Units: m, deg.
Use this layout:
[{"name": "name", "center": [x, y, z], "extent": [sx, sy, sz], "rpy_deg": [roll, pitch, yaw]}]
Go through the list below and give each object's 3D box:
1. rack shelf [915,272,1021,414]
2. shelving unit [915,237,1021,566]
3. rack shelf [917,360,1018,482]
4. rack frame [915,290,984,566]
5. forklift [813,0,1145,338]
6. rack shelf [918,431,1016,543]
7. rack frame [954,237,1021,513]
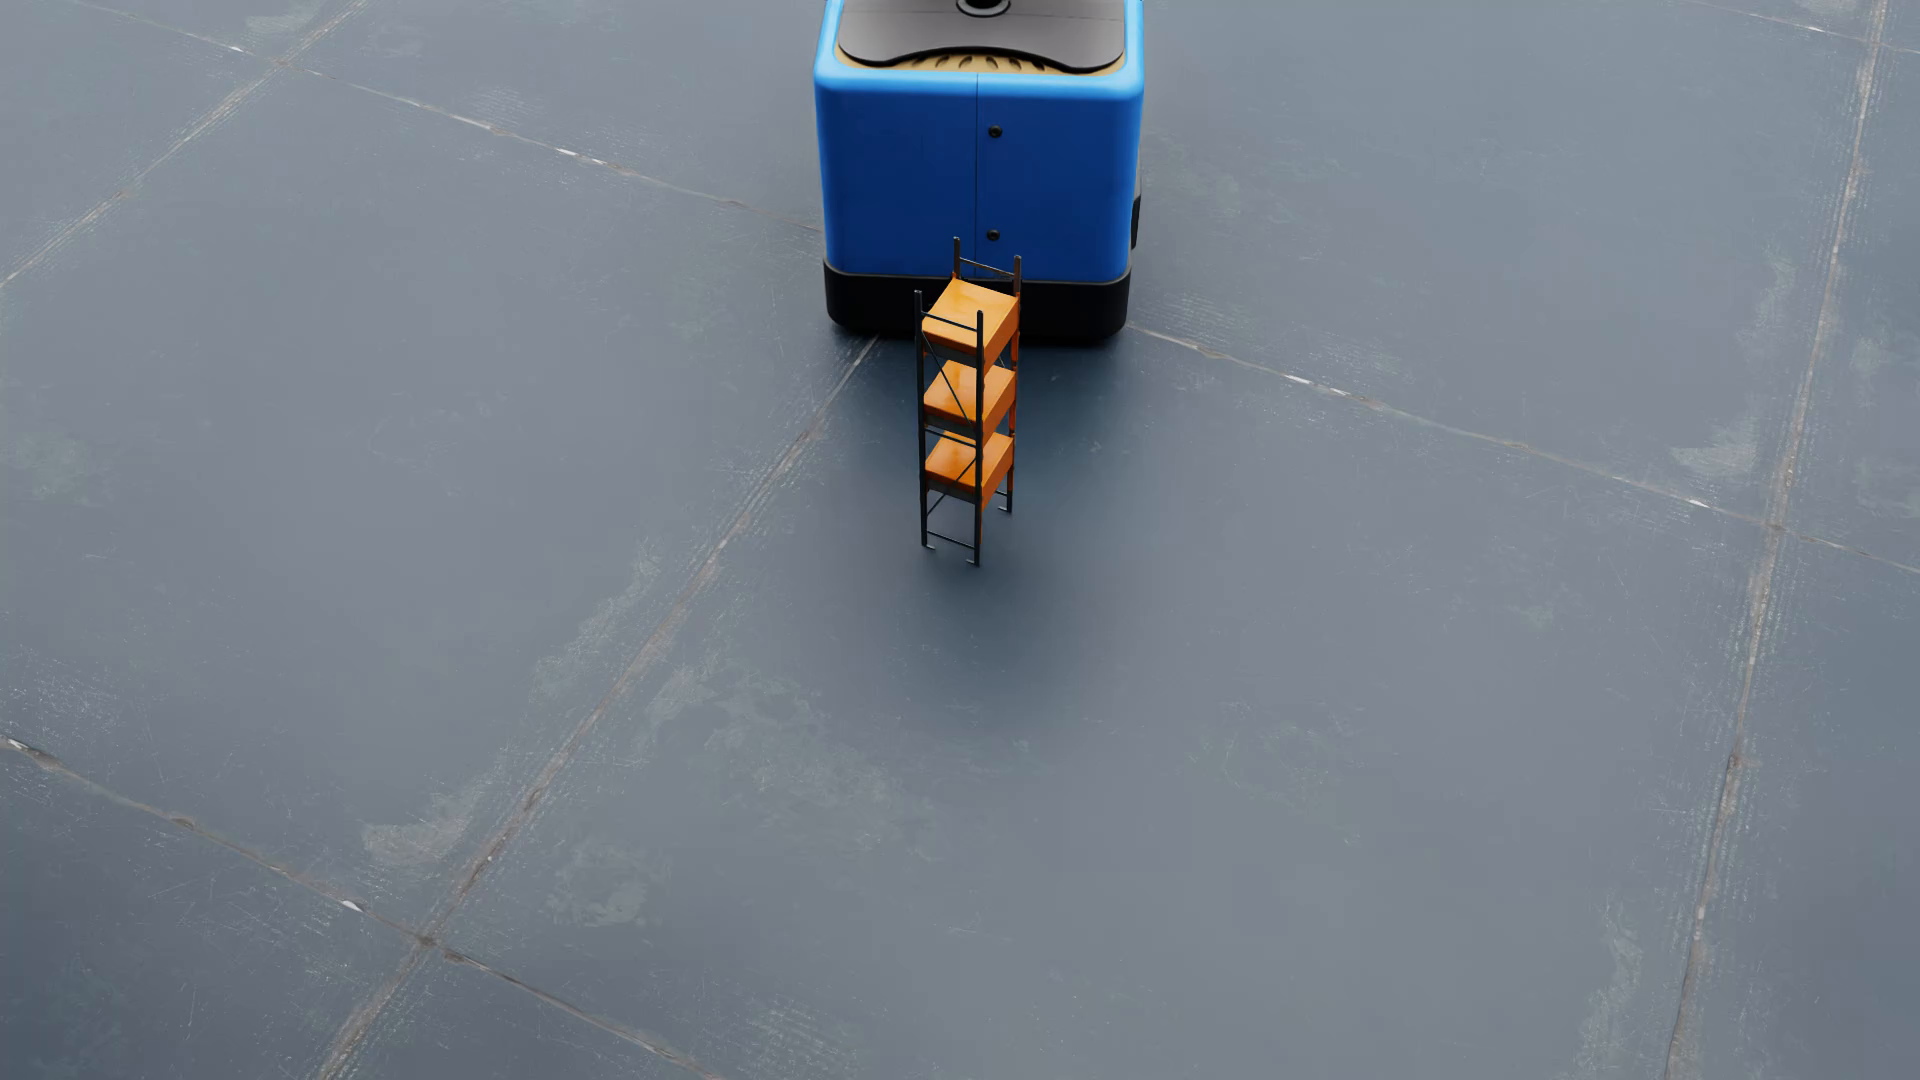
[{"name": "rack shelf", "center": [0.023, -0.554, 4.673], "extent": [0.215, 0.259, 0.240], "rpy_deg": [20, 52, 16]}, {"name": "shelving unit", "center": [0.023, -0.377, 4.882], "extent": [0.215, 1.050, 0.252], "rpy_deg": [20, 52, 16]}, {"name": "rack shelf", "center": [0.023, -0.370, 4.890], "extent": [0.215, 0.259, 0.240], "rpy_deg": [20, 52, 16]}, {"name": "rack frame", "center": [-0.029, -0.293, 4.810], "extent": [0.200, 1.050, 0.008], "rpy_deg": [20, 52, 16]}, {"name": "forklift", "center": [0.137, -2.773, 5.685], "extent": [1.130, 2.935, 3.031], "rpy_deg": [2, 50, 2]}, {"name": "rack shelf", "center": [0.023, -0.190, 5.101], "extent": [0.215, 0.259, 0.240], "rpy_deg": [20, 52, 16]}, {"name": "rack frame", "center": [0.075, -0.461, 4.953], "extent": [0.200, 1.050, 0.008], "rpy_deg": [20, 52, 16]}]
